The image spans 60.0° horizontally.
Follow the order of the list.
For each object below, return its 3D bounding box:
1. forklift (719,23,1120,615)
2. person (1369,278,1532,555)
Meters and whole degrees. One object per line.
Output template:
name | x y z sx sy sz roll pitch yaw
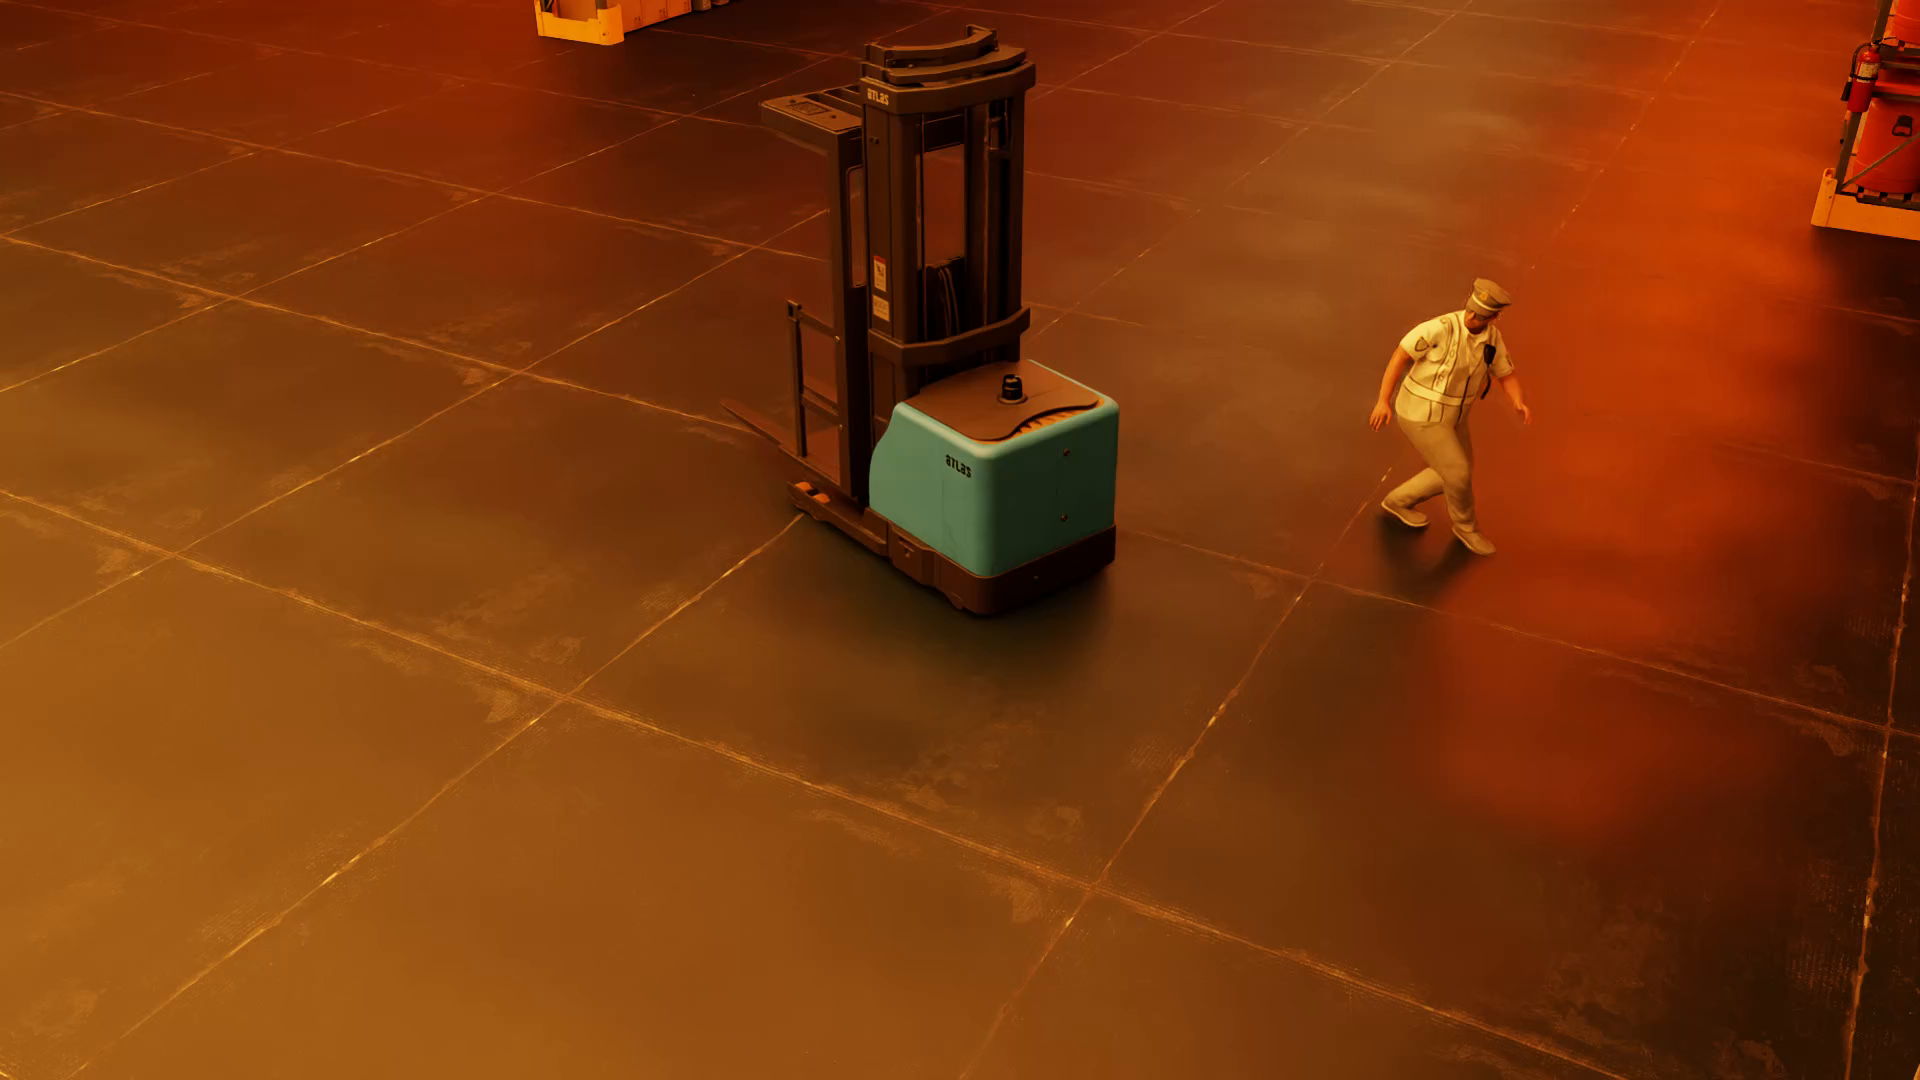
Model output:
forklift | -0.414 -1.527 9.716 1.130 2.935 3.031 -22 37 -33
person | 2.846 -0.682 9.589 0.814 1.650 0.828 -23 37 -34
